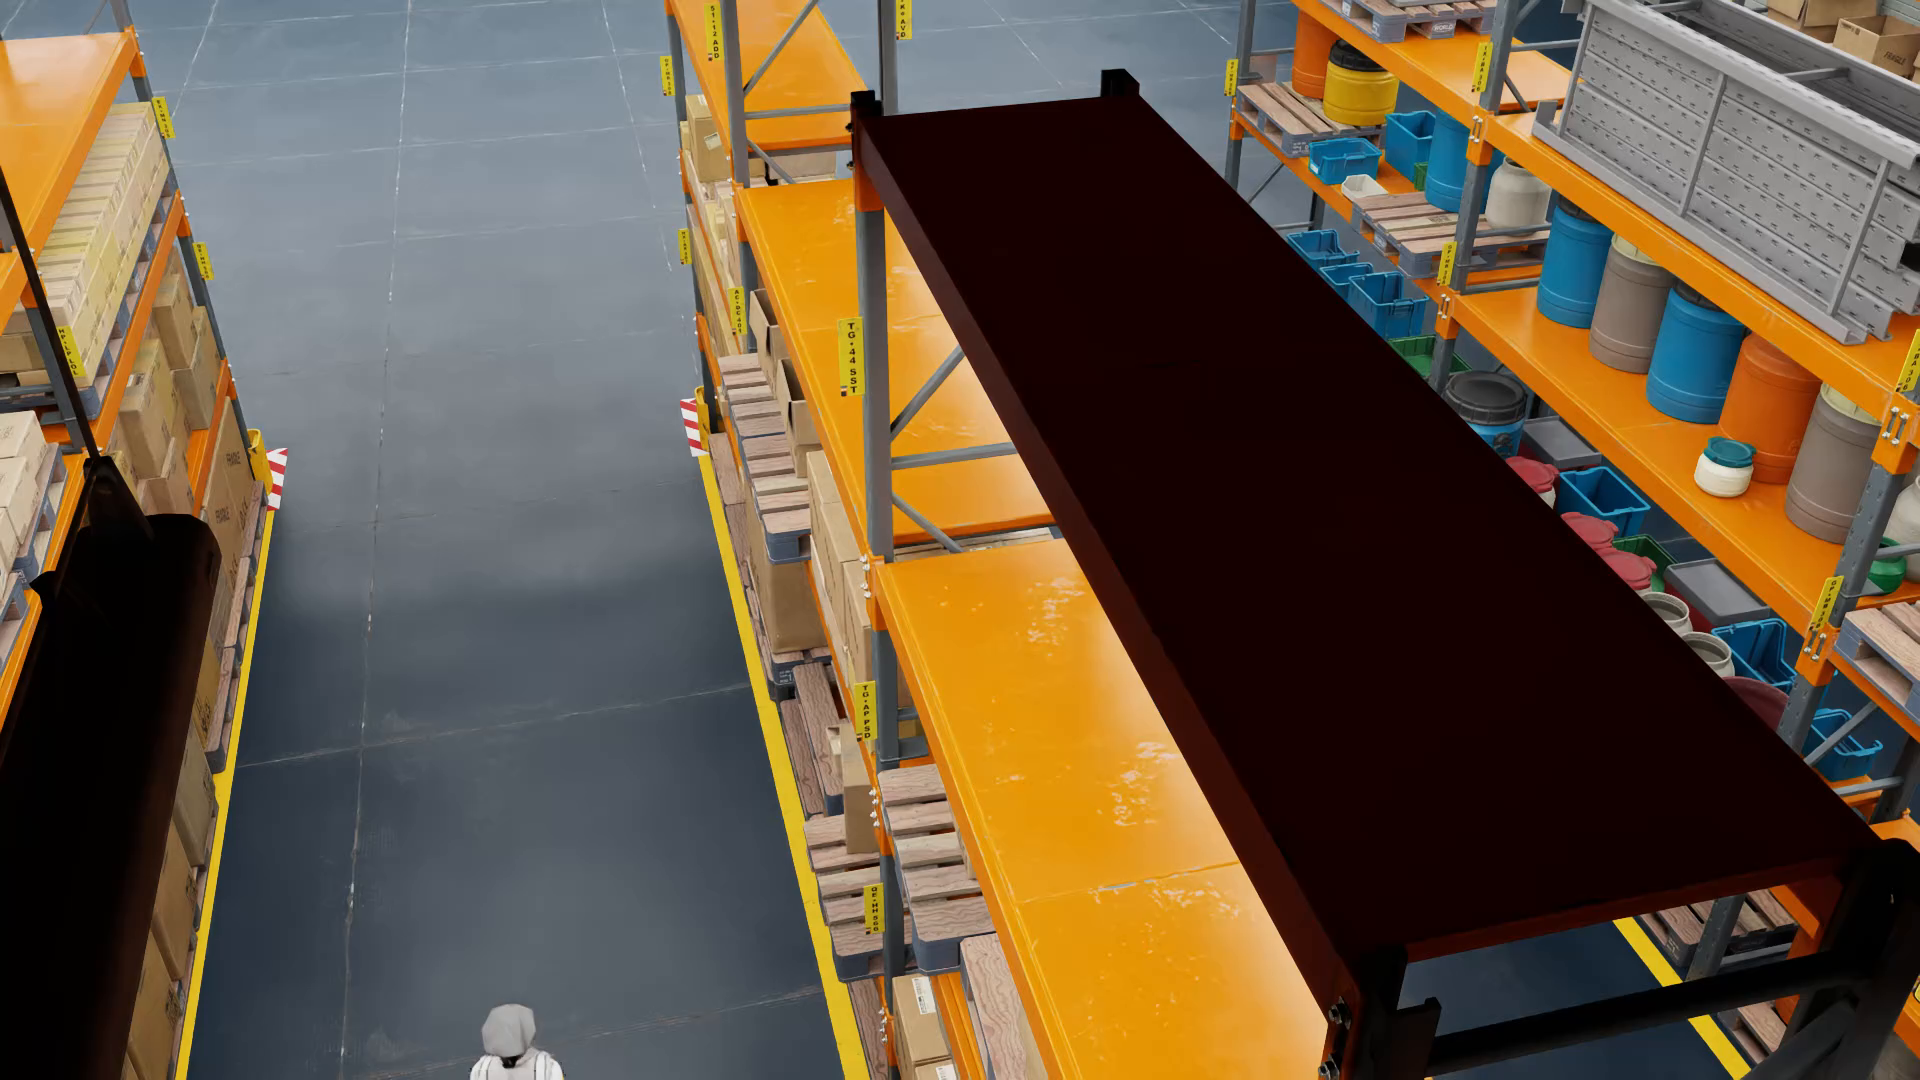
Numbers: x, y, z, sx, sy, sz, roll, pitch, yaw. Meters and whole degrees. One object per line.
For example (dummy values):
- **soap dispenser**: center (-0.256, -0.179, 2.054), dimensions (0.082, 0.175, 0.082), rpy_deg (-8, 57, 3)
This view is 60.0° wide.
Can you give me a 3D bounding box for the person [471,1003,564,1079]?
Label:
- **person**: center (-2.100, 2.937, 8.097), dimensions (0.480, 1.645, 0.878), rpy_deg (-10, 36, -14)
